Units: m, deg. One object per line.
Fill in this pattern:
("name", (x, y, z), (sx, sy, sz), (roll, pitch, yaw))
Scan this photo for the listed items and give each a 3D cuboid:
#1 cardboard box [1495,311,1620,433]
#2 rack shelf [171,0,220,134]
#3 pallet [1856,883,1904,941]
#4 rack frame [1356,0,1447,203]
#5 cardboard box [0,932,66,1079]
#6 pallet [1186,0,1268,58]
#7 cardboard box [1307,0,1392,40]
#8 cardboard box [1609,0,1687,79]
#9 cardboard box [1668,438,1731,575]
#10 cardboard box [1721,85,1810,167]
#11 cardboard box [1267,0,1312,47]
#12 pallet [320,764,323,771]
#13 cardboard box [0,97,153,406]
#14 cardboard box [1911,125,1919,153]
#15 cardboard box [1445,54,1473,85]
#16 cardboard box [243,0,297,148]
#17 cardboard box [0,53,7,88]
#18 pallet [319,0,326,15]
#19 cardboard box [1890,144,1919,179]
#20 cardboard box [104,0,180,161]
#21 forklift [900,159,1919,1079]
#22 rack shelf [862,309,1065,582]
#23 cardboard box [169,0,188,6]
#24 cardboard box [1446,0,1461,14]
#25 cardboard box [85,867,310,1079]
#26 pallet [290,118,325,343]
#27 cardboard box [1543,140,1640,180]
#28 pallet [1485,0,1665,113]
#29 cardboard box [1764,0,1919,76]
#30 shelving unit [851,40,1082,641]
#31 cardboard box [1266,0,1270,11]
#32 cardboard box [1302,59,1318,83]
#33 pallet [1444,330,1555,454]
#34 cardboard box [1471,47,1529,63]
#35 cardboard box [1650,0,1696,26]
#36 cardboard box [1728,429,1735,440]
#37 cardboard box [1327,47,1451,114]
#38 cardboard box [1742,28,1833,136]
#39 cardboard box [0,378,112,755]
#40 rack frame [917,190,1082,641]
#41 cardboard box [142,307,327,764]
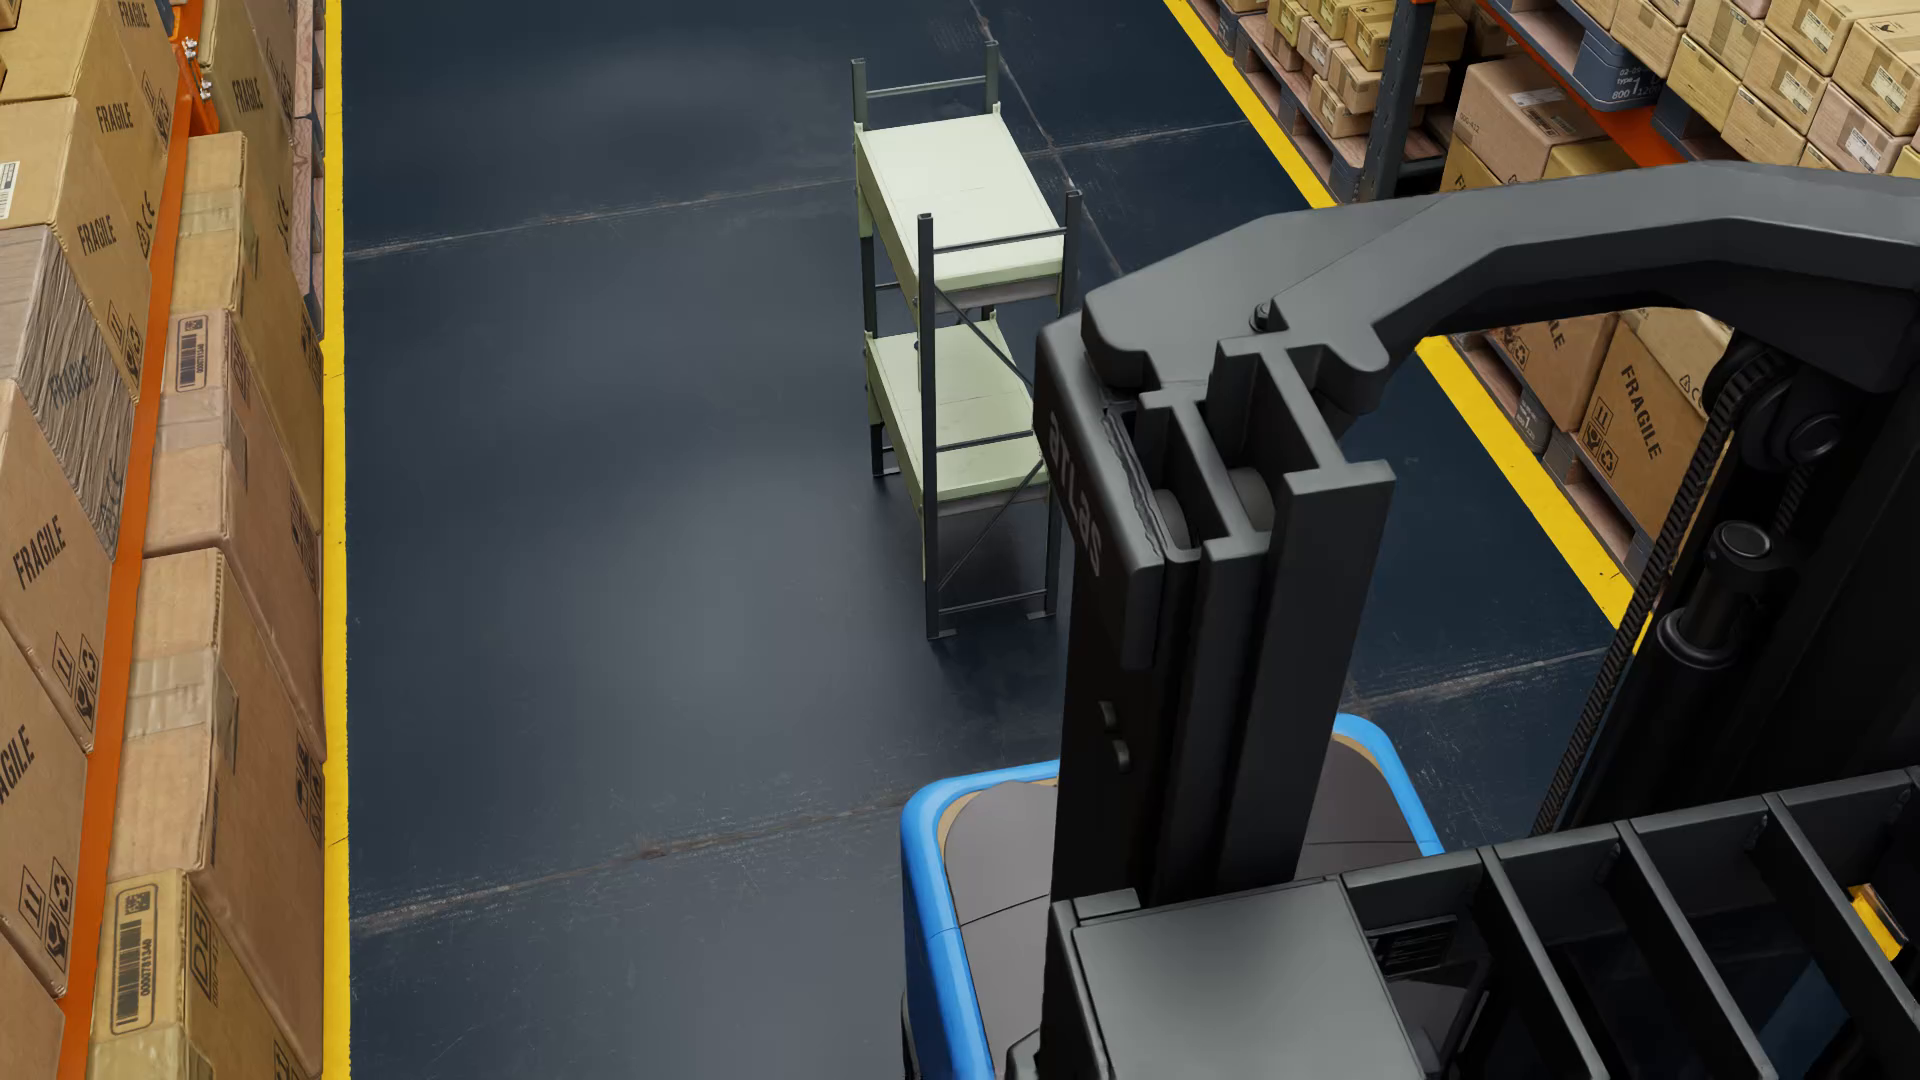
("cardboard box", (2.104, -0.722, 5.314), (0.500, 0.500, 0.500), (-9, 46, -9))
("rack shelf", (-3.298, -2.666, 6.266), (1.077, 0.370, 4.000), (-11, 47, -10))
("pallet", (2.860, 0.824, 4.294), (1.003, 0.211, 1.213), (-11, 47, -10))
("rack frame", (2.035, -2.374, 5.476), (1.000, 3.000, 0.127), (-11, 47, -10))
("cardboard box", (-1.623, 0.805, 2.291), (0.500, 0.500, 0.500), (-9, 46, -9))
("pallet", (1.513, -2.699, 7.747), (1.003, 0.211, 1.213), (-11, 47, -10))
("cardboard box", (1.588, -2.098, 6.492), (0.380, 0.149, 0.250), (-10, 46, -10))
("cardboard box", (1.956, -1.364, 4.368), (0.380, 0.149, 0.250), (-13, 47, -12))
("cardboard box", (2.357, -0.012, 4.618), (0.500, 0.500, 0.500), (-13, 47, -12))
("cardboard box", (2.092, -1.002, 4.013), (0.380, 0.149, 0.250), (-13, 47, -12))
("cardboard box", (1.480, -2.153, 6.753), (0.380, 0.149, 0.250), (-12, 47, -12))
("pallet", (-2.200, 0.802, 4.316), (1.003, 0.211, 1.213), (-11, 47, -10))
("cardboard box", (-2.142, -0.596, 3.664), (0.500, 0.500, 0.500), (-11, 47, -11))
("cardboard box", (2.233, -0.840, 3.438), (0.380, 0.149, 0.250), (-11, 47, -10))
("cardboard box", (2.184, -2.017, 6.828), (0.380, 0.149, 0.250), (-9, 46, -9))
("cardboard box", (-3.108, -2.032, 6.334), (0.875, 0.875, 0.875), (-11, 47, -10))
("cardboard box", (-2.450, -1.007, 3.365), (0.797, 0.503, 0.637), (-10, 46, -10))
("pallet", (-3.530, -2.784, 7.831), (1.003, 0.211, 1.213), (-11, 47, -10))
("cardboard box", (2.227, -0.743, 3.552), (0.380, 0.149, 0.250), (-11, 47, -11))
("cardboard box", (-2.402, -1.299, 4.352), (0.500, 0.500, 0.500), (-11, 47, -10))
("forklift", (0.671, 1.170, 2.051), (1.130, 2.935, 3.031), (-9, 46, -8))
("rack shelf", (0.002, -0.292, 4.943), (0.431, 0.370, 0.720), (-11, 47, -10))
("cardboard box", (-2.540, -1.714, 5.005), (0.380, 0.149, 0.250), (-11, 47, -10))
("cardboard box", (2.133, -2.208, 6.599), (0.380, 0.149, 0.250), (-9, 46, -8))
("cardboard box", (-1.919, 1.341, 3.029), (1.225, 0.875, 0.875), (-13, 47, -12))
("pallet", (-2.905, -1.100, 6.180), (1.003, 0.211, 1.213), (-11, 47, -10))
("cardboard box", (2.107, -0.983, 5.044), (0.500, 0.250, 0.500), (-10, 46, -9))
("pallet", (2.090, -1.752, 5.001), (1.003, 0.211, 1.213), (-11, 47, -10))
("cardboard box", (2.095, -1.207, 3.798), (0.380, 0.149, 0.250), (-9, 46, -9))
("shelving unit", (0.002, -0.520, 4.710), (0.431, 1.500, 0.755), (-11, 47, -10))
("cardboard box", (1.539, -2.301, 7.107), (0.380, 0.149, 0.250), (-12, 47, -11))
("cardboard box", (1.619, -1.926, 6.739), (0.380, 0.149, 0.250), (-10, 46, -9))
("pallet", (2.235, -0.860, 5.945), (1.003, 0.211, 1.213), (-11, 47, -10))
("cardboard box", (2.251, -1.936, 6.541), (0.380, 0.149, 0.250), (-9, 46, -8))
("cardboard box", (1.964, -1.459, 4.253), (0.380, 0.149, 0.250), (-9, 46, -9))
("cardboard box", (2.375, -0.271, 4.347), (0.500, 0.250, 0.500), (-10, 46, -9))
("cardboard box", (1.647, -1.786, 6.394), (0.380, 0.149, 0.250), (-10, 46, -10))
("cardboard box", (2.093, -1.101, 3.903), (0.380, 0.149, 0.250), (-12, 47, -11))
("cardboard box", (-1.892, 0.096, 2.986), (0.500, 0.500, 0.500), (-11, 47, -11))
("rack frame", (0.095, -0.268, 4.462), (0.400, 1.500, 0.023), (-11, 47, -10))
("cardboard box", (-2.373, 0.115, 4.231), (1.225, 0.875, 0.875), (-12, 47, -12))
